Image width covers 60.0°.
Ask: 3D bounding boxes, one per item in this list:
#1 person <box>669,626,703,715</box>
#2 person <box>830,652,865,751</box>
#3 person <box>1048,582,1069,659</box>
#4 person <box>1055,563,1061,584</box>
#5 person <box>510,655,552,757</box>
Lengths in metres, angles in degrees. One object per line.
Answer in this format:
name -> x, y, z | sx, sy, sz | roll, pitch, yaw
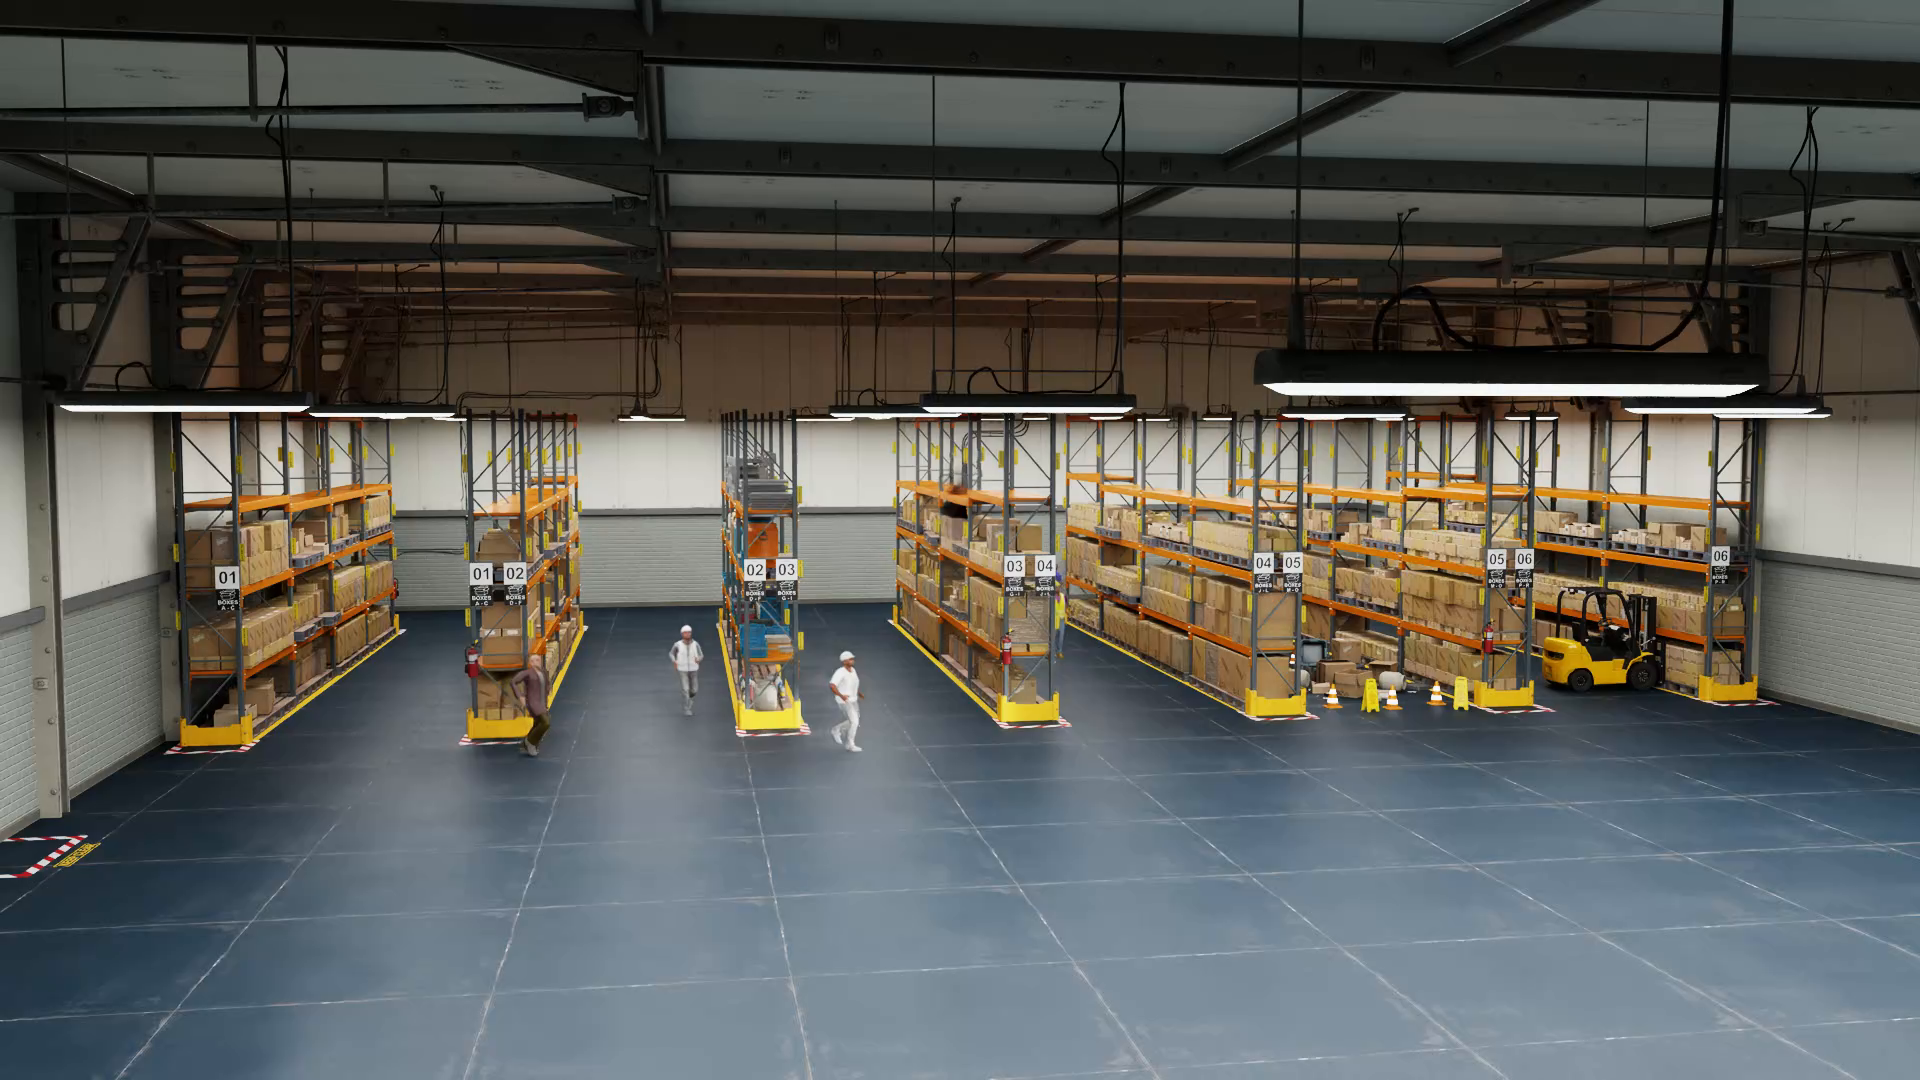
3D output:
person -> -5.404, 2.562, 32.882 | 0.668, 1.739, 0.803 | -2, 4, -21
person -> -2.029, 2.820, 29.172 | 0.670, 1.738, 0.726 | 2, 4, 24
person -> 2.262, 1.856, 38.904 | 0.699, 1.773, 0.768 | -1, 4, -18
person -> 2.827, 1.509, 49.445 | 0.545, 1.640, 0.595 | -2, 5, -32
person -> -7.303, 2.848, 28.672 | 0.658, 1.737, 0.698 | 1, 4, 17
